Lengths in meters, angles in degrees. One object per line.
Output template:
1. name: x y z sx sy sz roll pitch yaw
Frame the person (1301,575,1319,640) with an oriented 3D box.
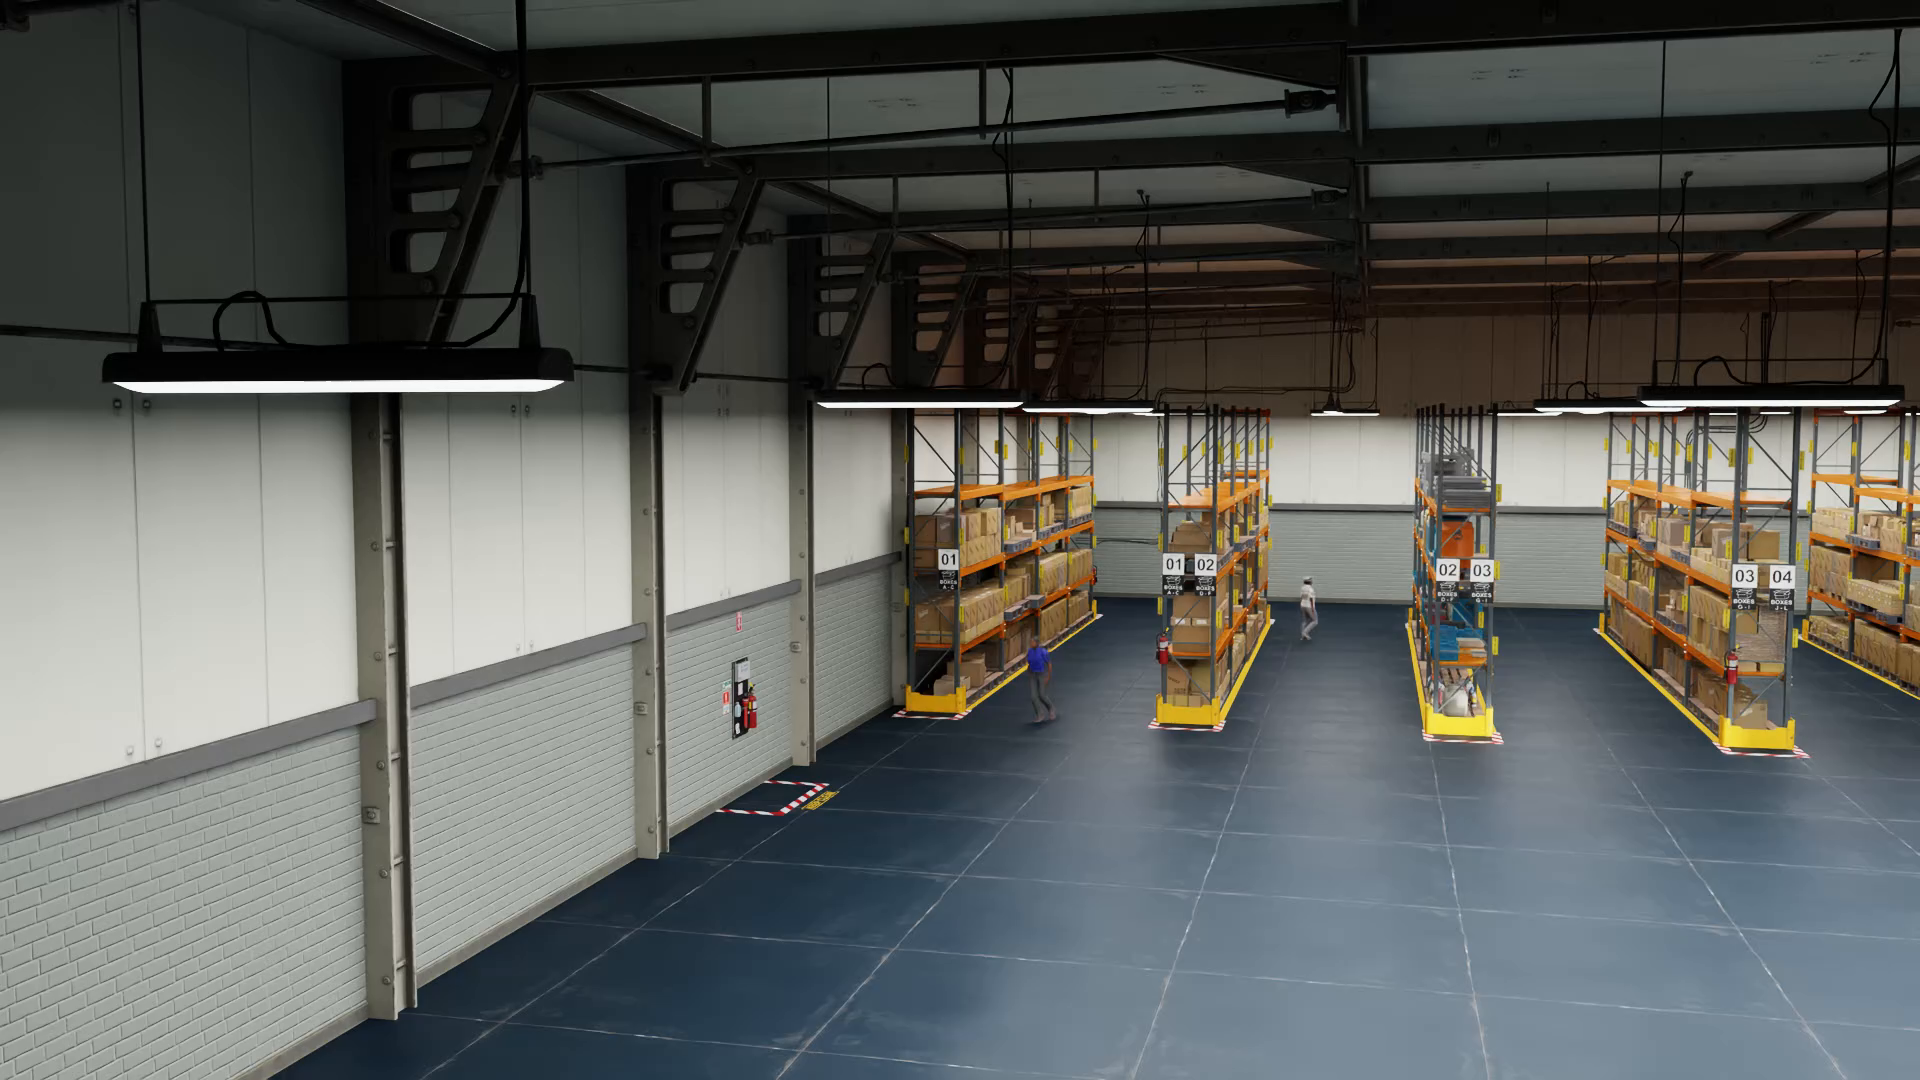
1. person: 8.936 1.757 42.814 0.452 1.688 0.477 -2 5 -25

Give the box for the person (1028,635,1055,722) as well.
1. person: 1.530 2.615 31.559 0.522 1.640 0.486 3 5 34
